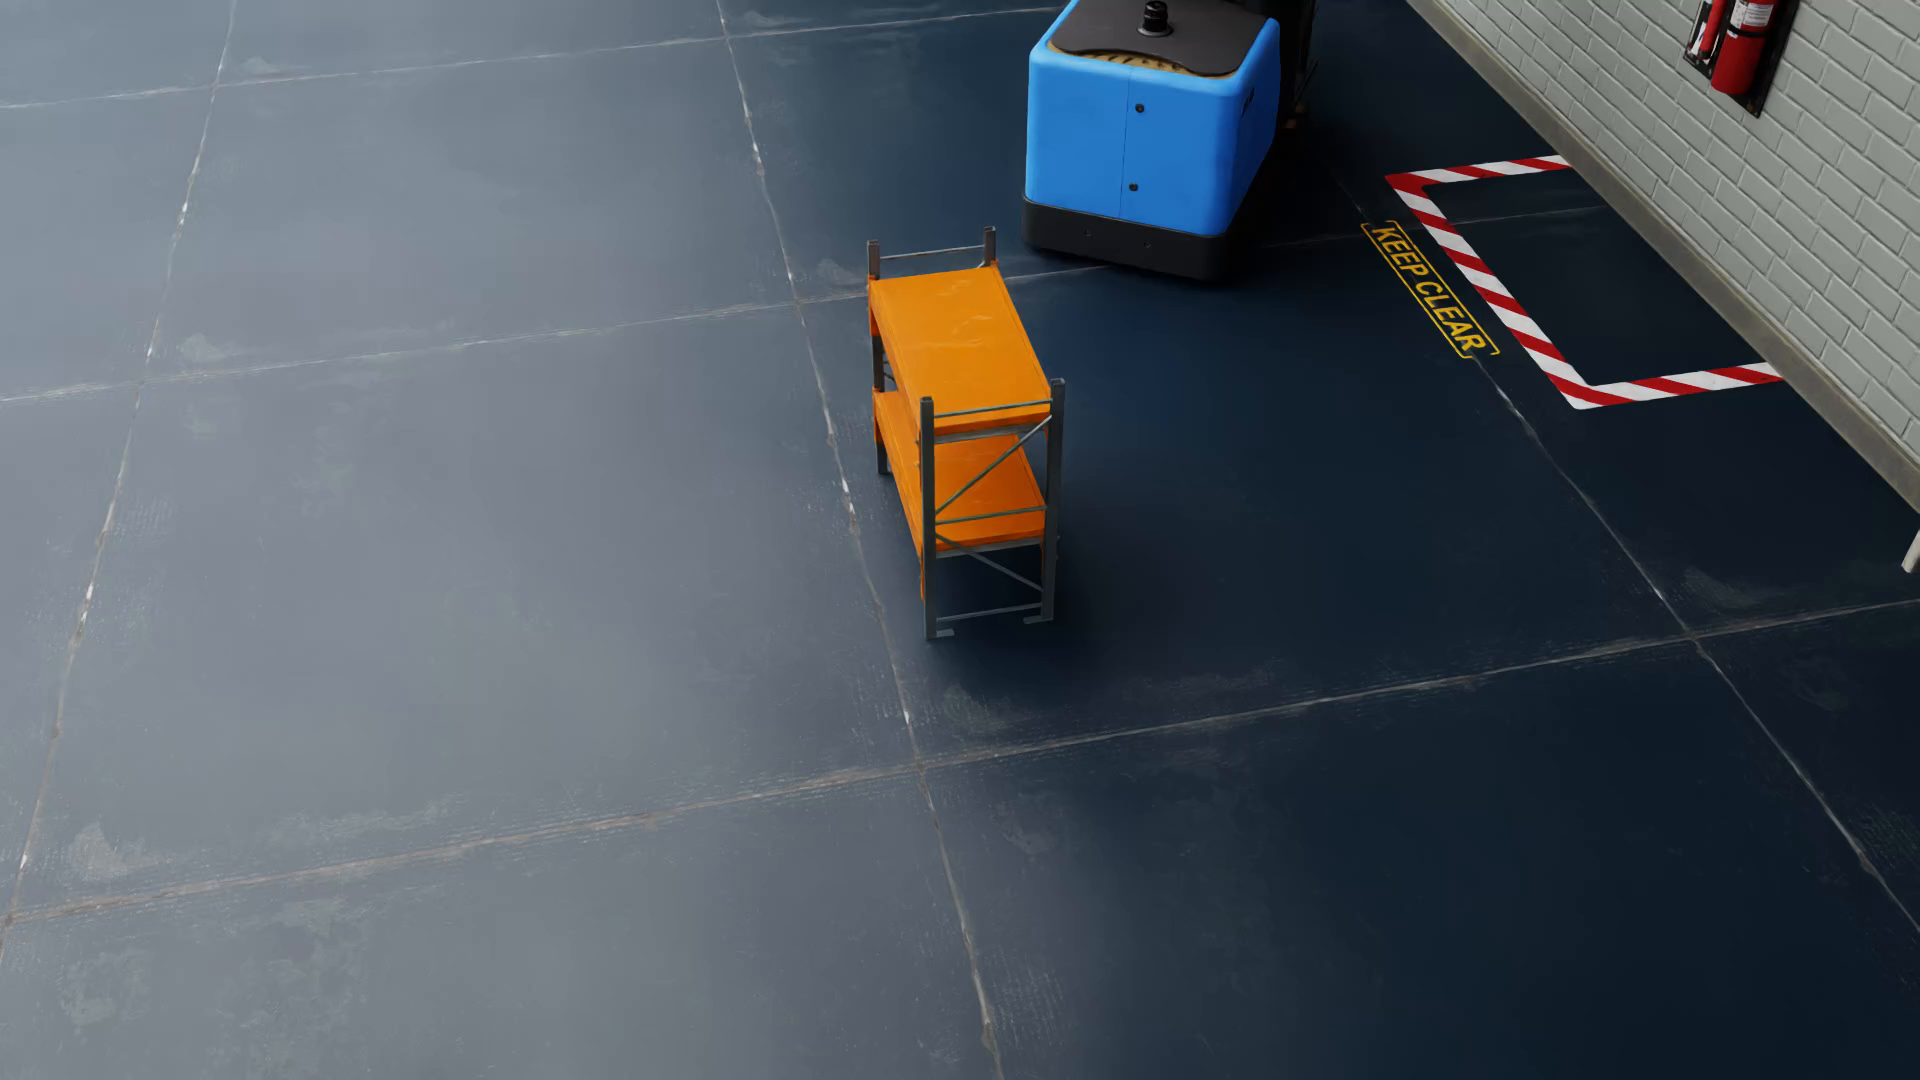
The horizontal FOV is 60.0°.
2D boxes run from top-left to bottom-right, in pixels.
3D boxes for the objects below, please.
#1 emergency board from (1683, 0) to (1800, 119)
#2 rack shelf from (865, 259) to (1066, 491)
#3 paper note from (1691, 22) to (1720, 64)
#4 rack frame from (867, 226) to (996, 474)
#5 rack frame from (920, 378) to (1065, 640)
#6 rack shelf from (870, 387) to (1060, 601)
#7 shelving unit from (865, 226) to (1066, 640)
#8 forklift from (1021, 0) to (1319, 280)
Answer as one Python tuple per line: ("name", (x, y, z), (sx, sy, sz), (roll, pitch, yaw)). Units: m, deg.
("emergency board", (3.451, -2.526, 7.336), (0.194, 1.169, 0.643), (-8, 42, -9))
("rack shelf", (0.001, -0.635, 6.177), (0.538, 0.278, 1.000), (-8, 42, -9))
("paper note", (3.481, -2.321, 7.769), (0.016, 0.148, 0.142), (-8, 42, -9))
("rack frame", (-0.108, -0.746, 6.743), (0.500, 1.125, 0.032), (-8, 42, -9))
("rack frame", (0.111, -0.087, 6.000), (0.500, 1.125, 0.032), (-8, 42, -9))
("rack shelf", (0.001, -0.233, 6.534), (0.538, 0.278, 1.000), (-8, 42, -9))
("shelving unit", (0.001, -0.416, 6.372), (0.538, 1.125, 1.048), (-8, 42, -9))
("forklift", (1.313, -3.343, 8.308), (1.130, 2.935, 3.031), (14, 44, 16))
